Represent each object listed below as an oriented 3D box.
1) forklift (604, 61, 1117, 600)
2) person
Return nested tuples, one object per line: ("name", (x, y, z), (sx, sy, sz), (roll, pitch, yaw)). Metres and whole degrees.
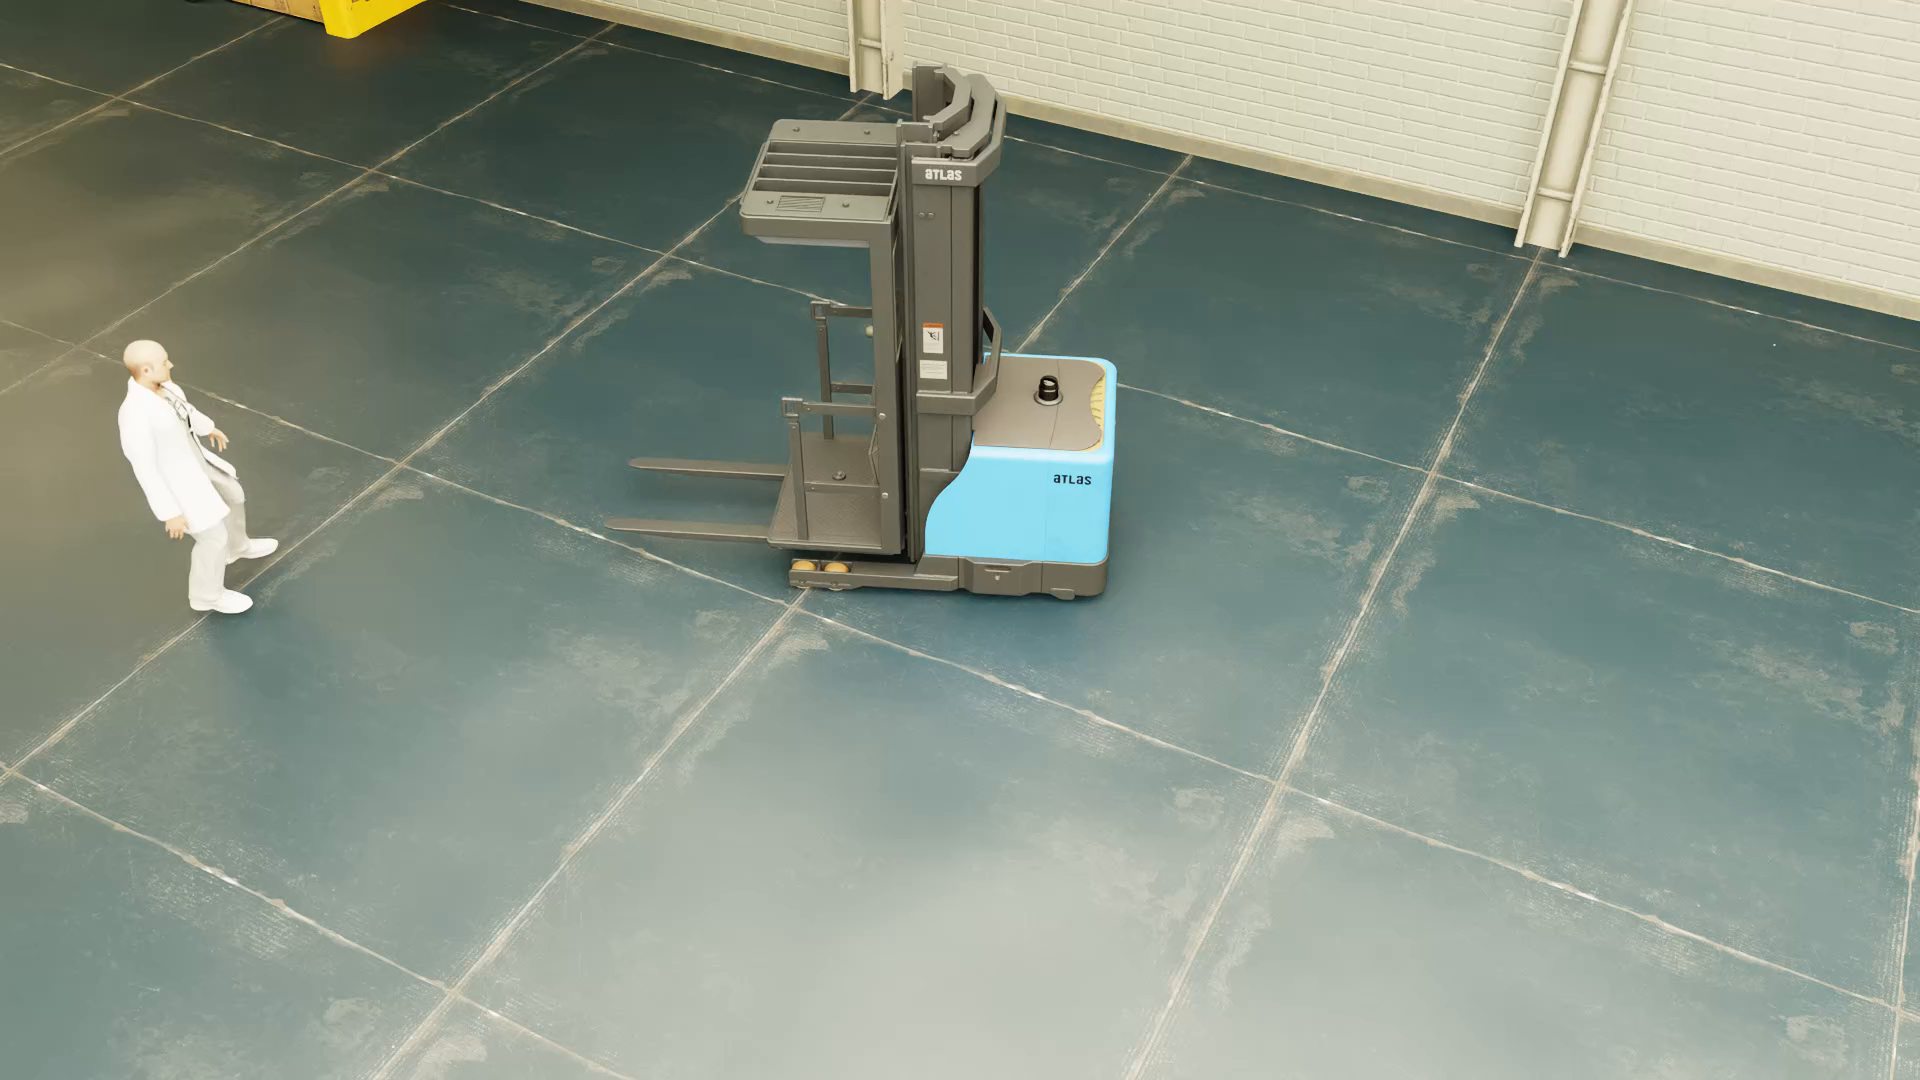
("forklift", (-0.606, -1.157, 9.360), (3.031, 2.935, 1.130), (3, 40, 4))
("person", (-4.296, -0.367, 9.277), (0.454, 1.753, 0.817), (-7, 41, -8))
